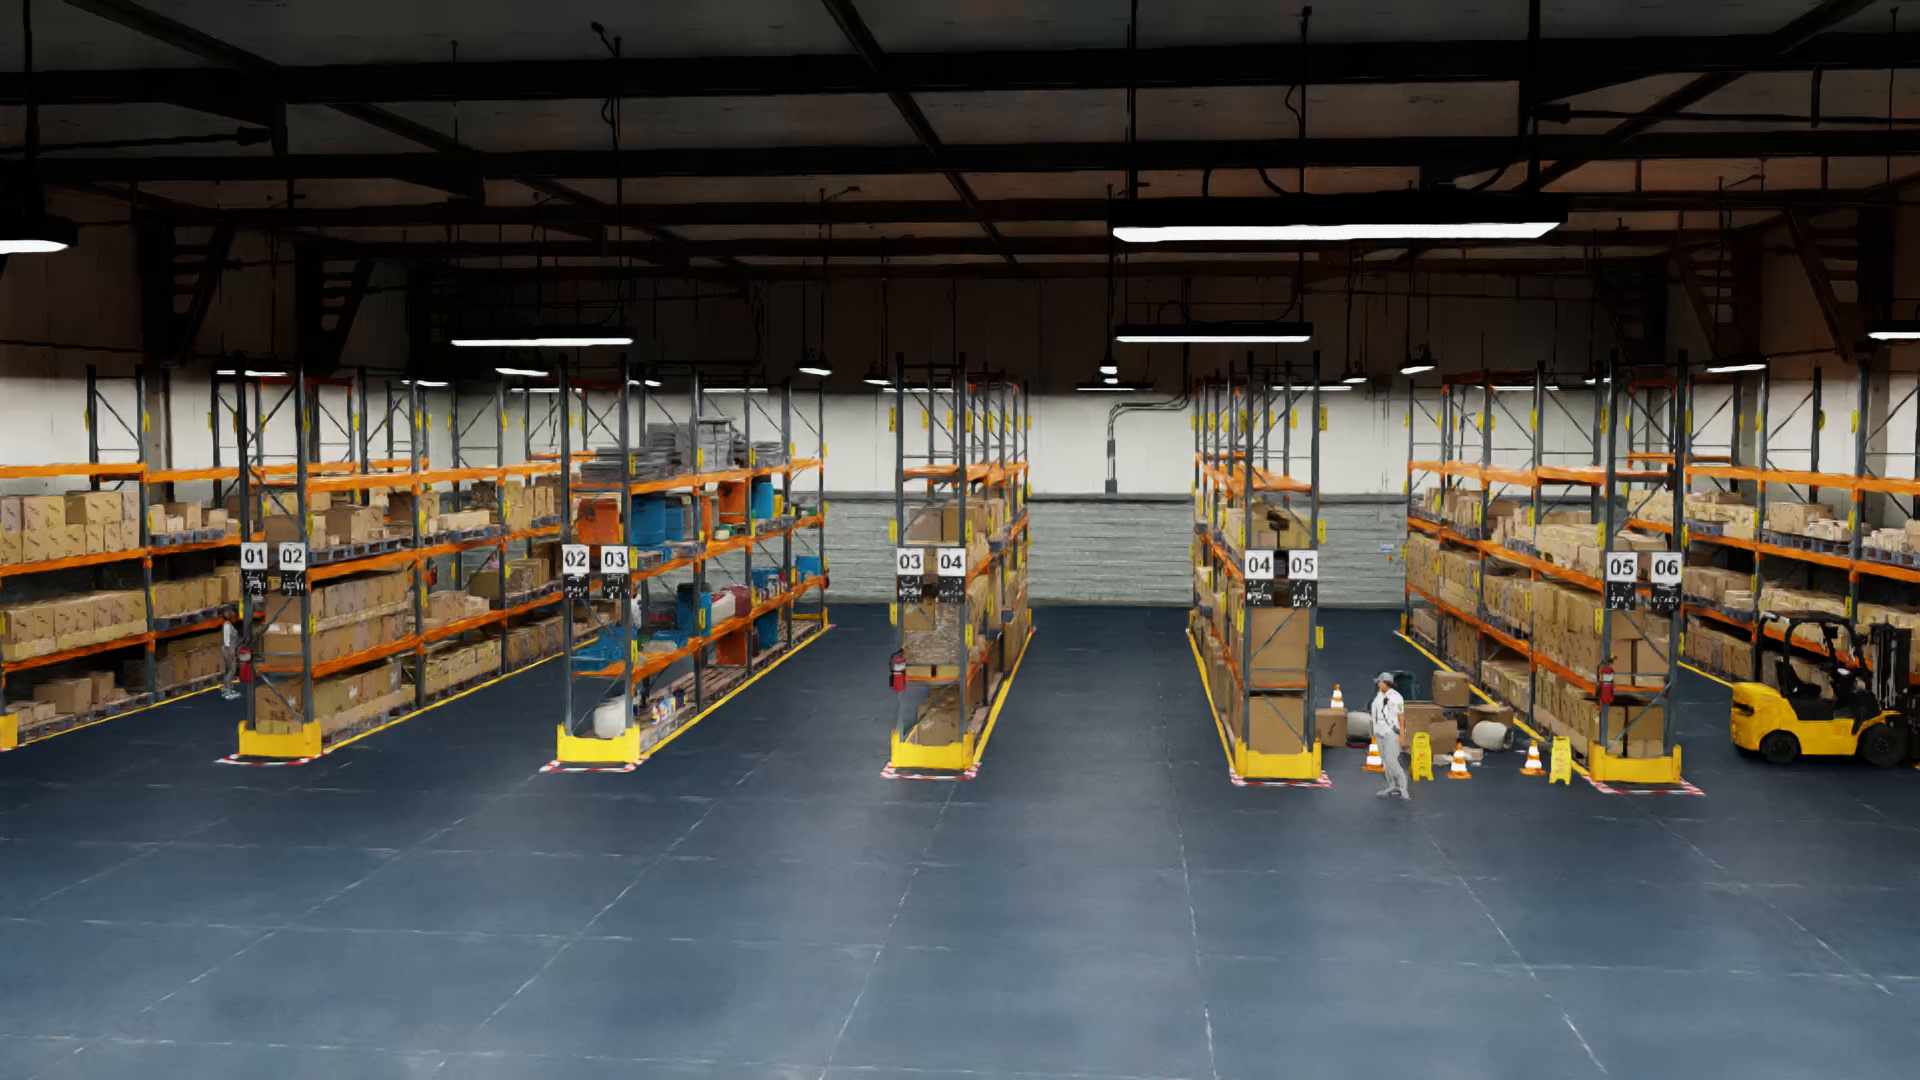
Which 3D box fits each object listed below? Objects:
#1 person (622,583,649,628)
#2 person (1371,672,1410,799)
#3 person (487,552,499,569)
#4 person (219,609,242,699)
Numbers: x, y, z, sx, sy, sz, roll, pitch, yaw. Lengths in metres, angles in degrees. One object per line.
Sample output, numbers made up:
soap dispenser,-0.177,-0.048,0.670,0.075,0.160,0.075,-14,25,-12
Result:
person,-6.715,1.707,34.358,0.542,1.675,1.126,1,4,8
person,5.741,2.592,22.162,0.421,1.658,0.602,-2,4,-22
person,-12.427,1.066,44.425,0.412,1.533,0.955,0,4,-2
person,-13.262,2.073,30.207,0.350,1.641,0.477,-2,4,-22
